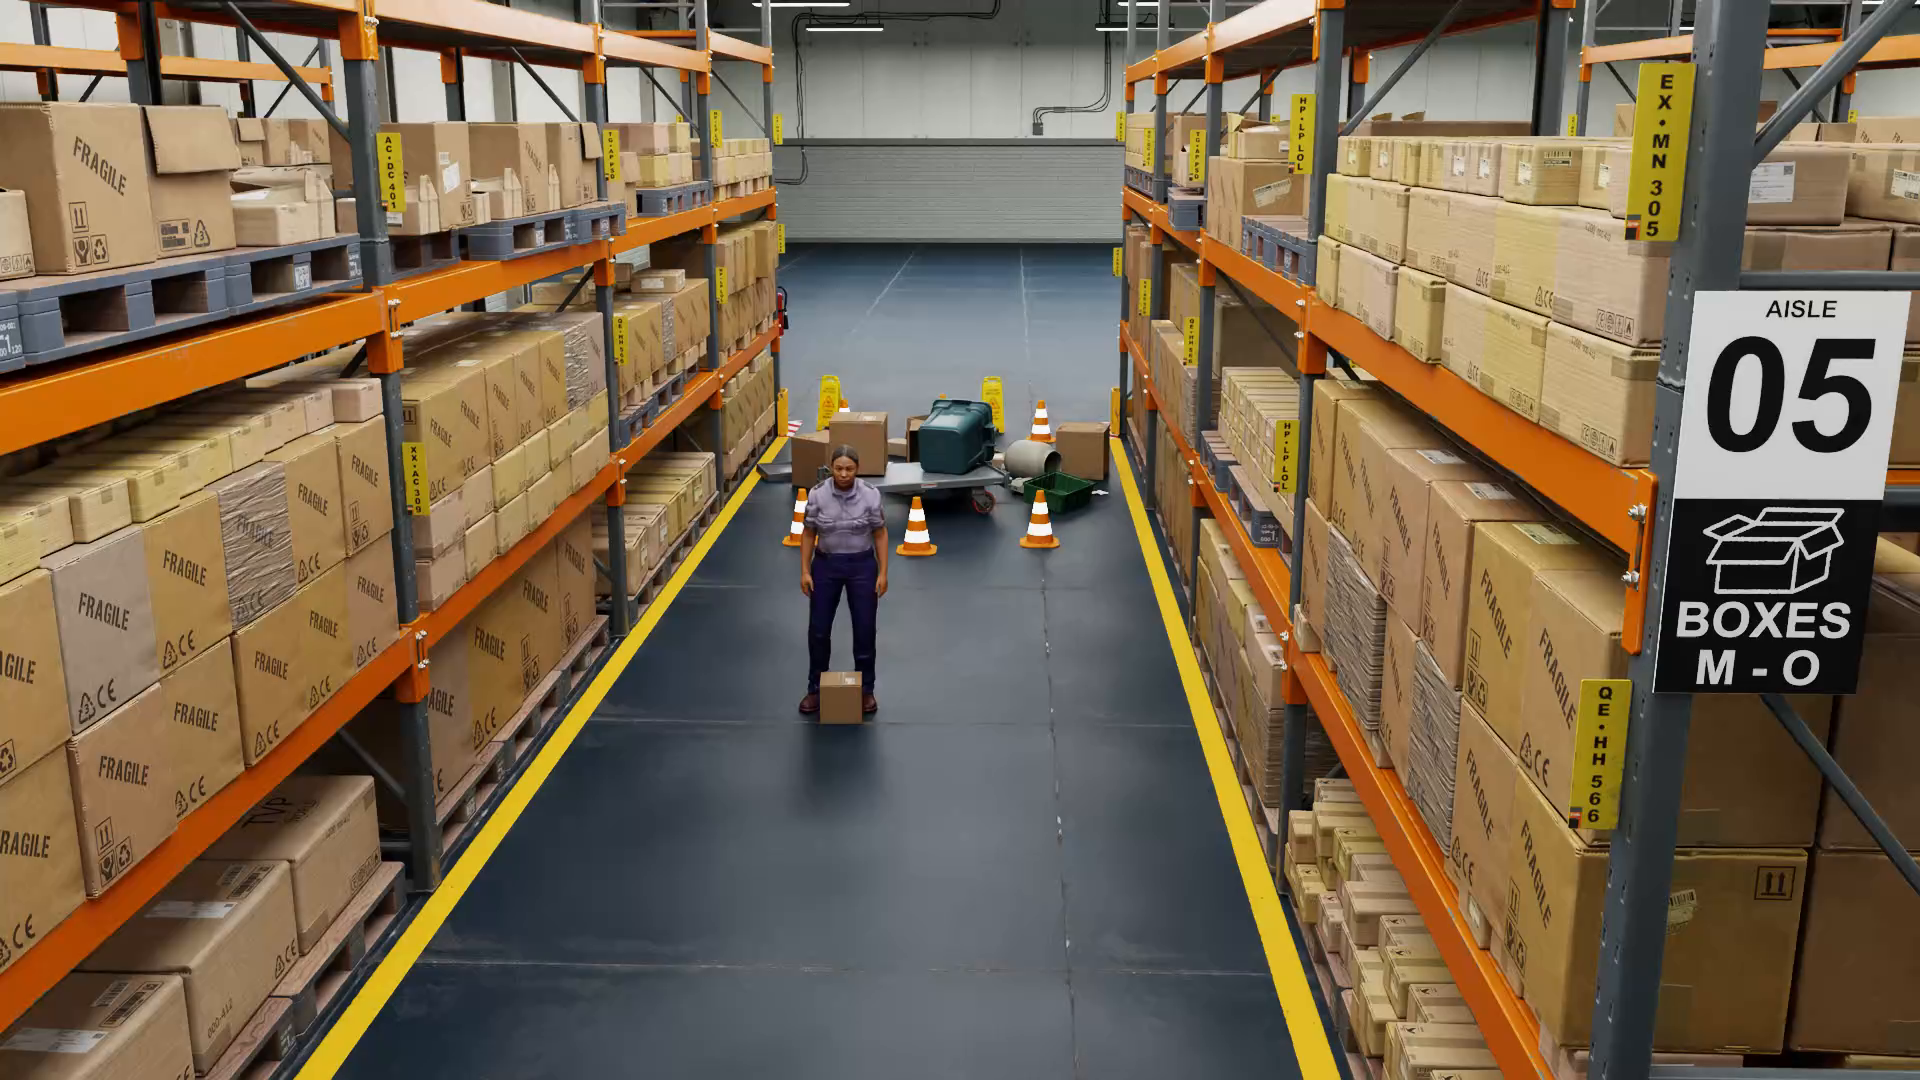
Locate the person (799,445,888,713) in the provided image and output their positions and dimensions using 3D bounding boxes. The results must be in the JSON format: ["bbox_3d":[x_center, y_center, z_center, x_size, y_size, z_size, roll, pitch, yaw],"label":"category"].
[{"bbox_3d":[-0.714,0.220,10.134,0.558,1.652,0.368,0,14,0],"label":"person"}]
